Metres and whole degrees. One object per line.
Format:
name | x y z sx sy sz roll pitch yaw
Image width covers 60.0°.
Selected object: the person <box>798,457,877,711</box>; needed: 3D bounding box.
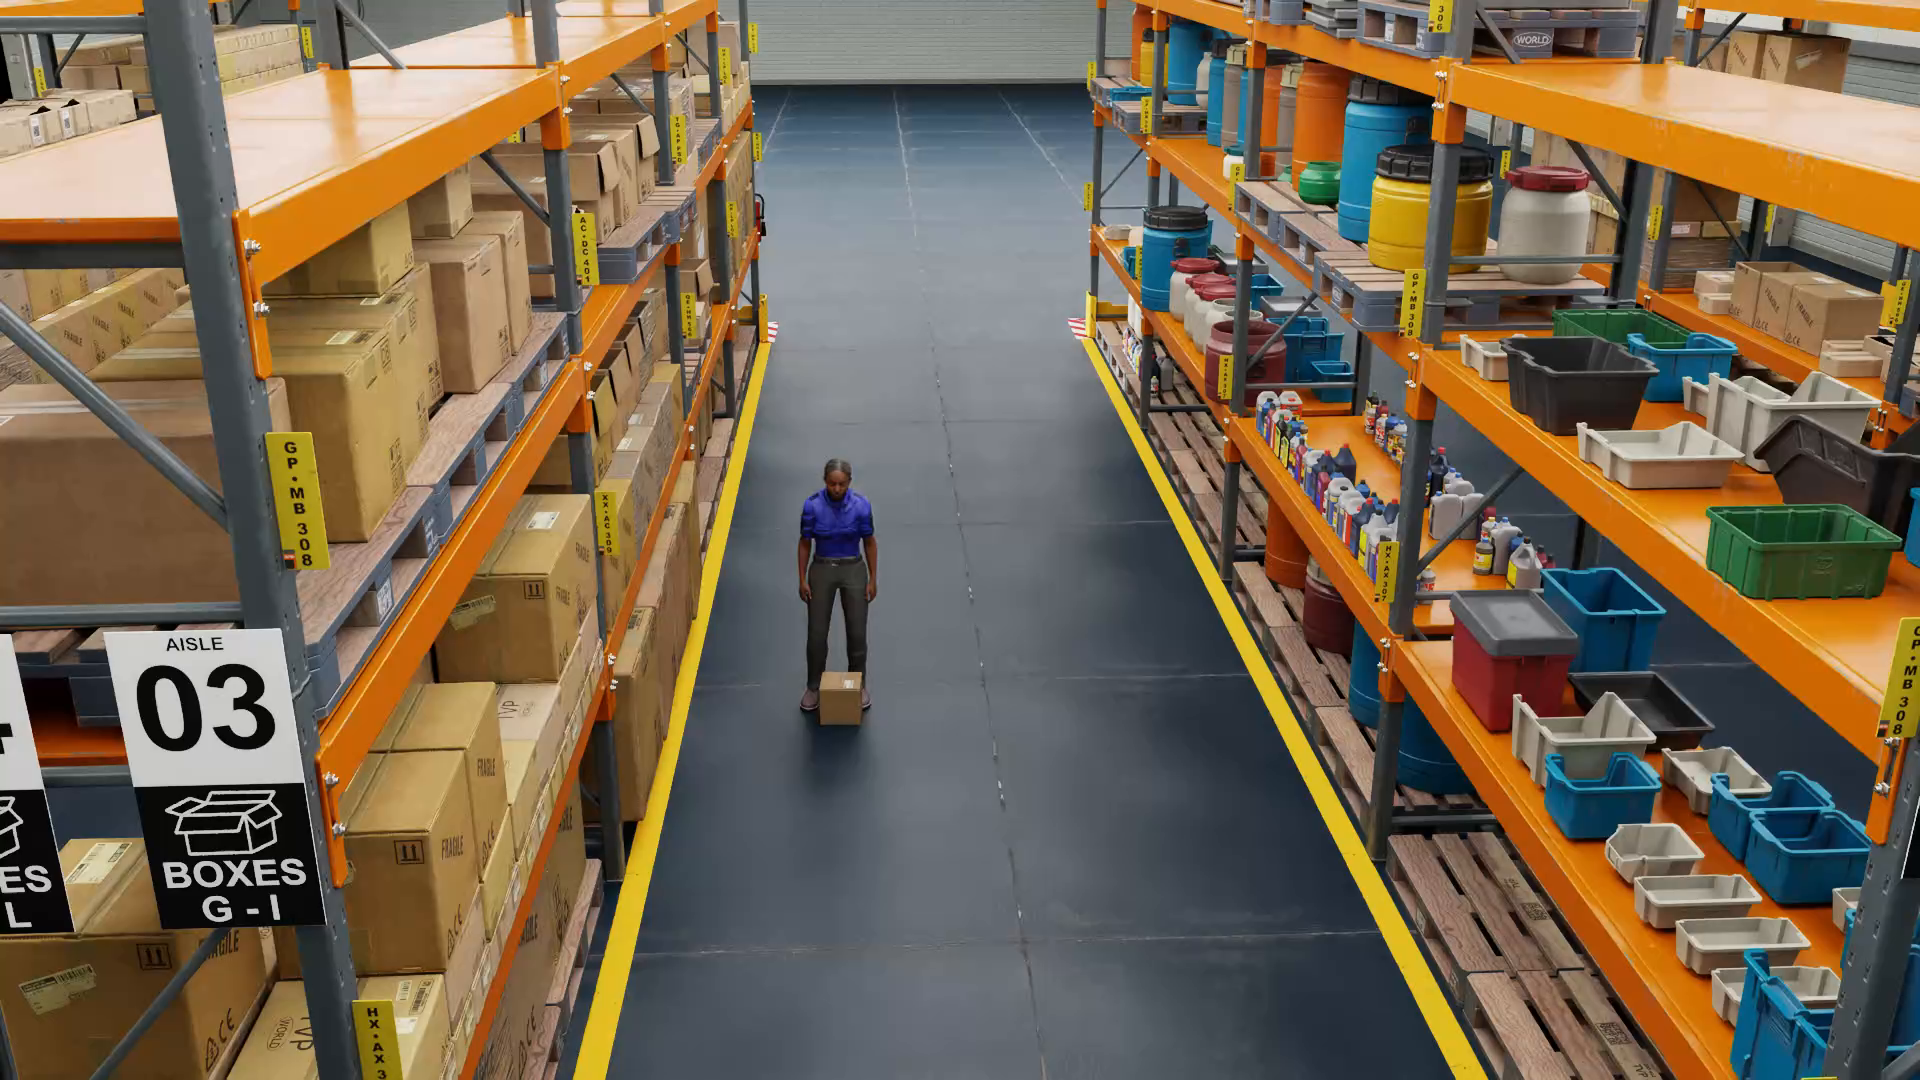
person | -0.770 0.255 10.403 0.508 1.655 0.349 -1 21 -3
